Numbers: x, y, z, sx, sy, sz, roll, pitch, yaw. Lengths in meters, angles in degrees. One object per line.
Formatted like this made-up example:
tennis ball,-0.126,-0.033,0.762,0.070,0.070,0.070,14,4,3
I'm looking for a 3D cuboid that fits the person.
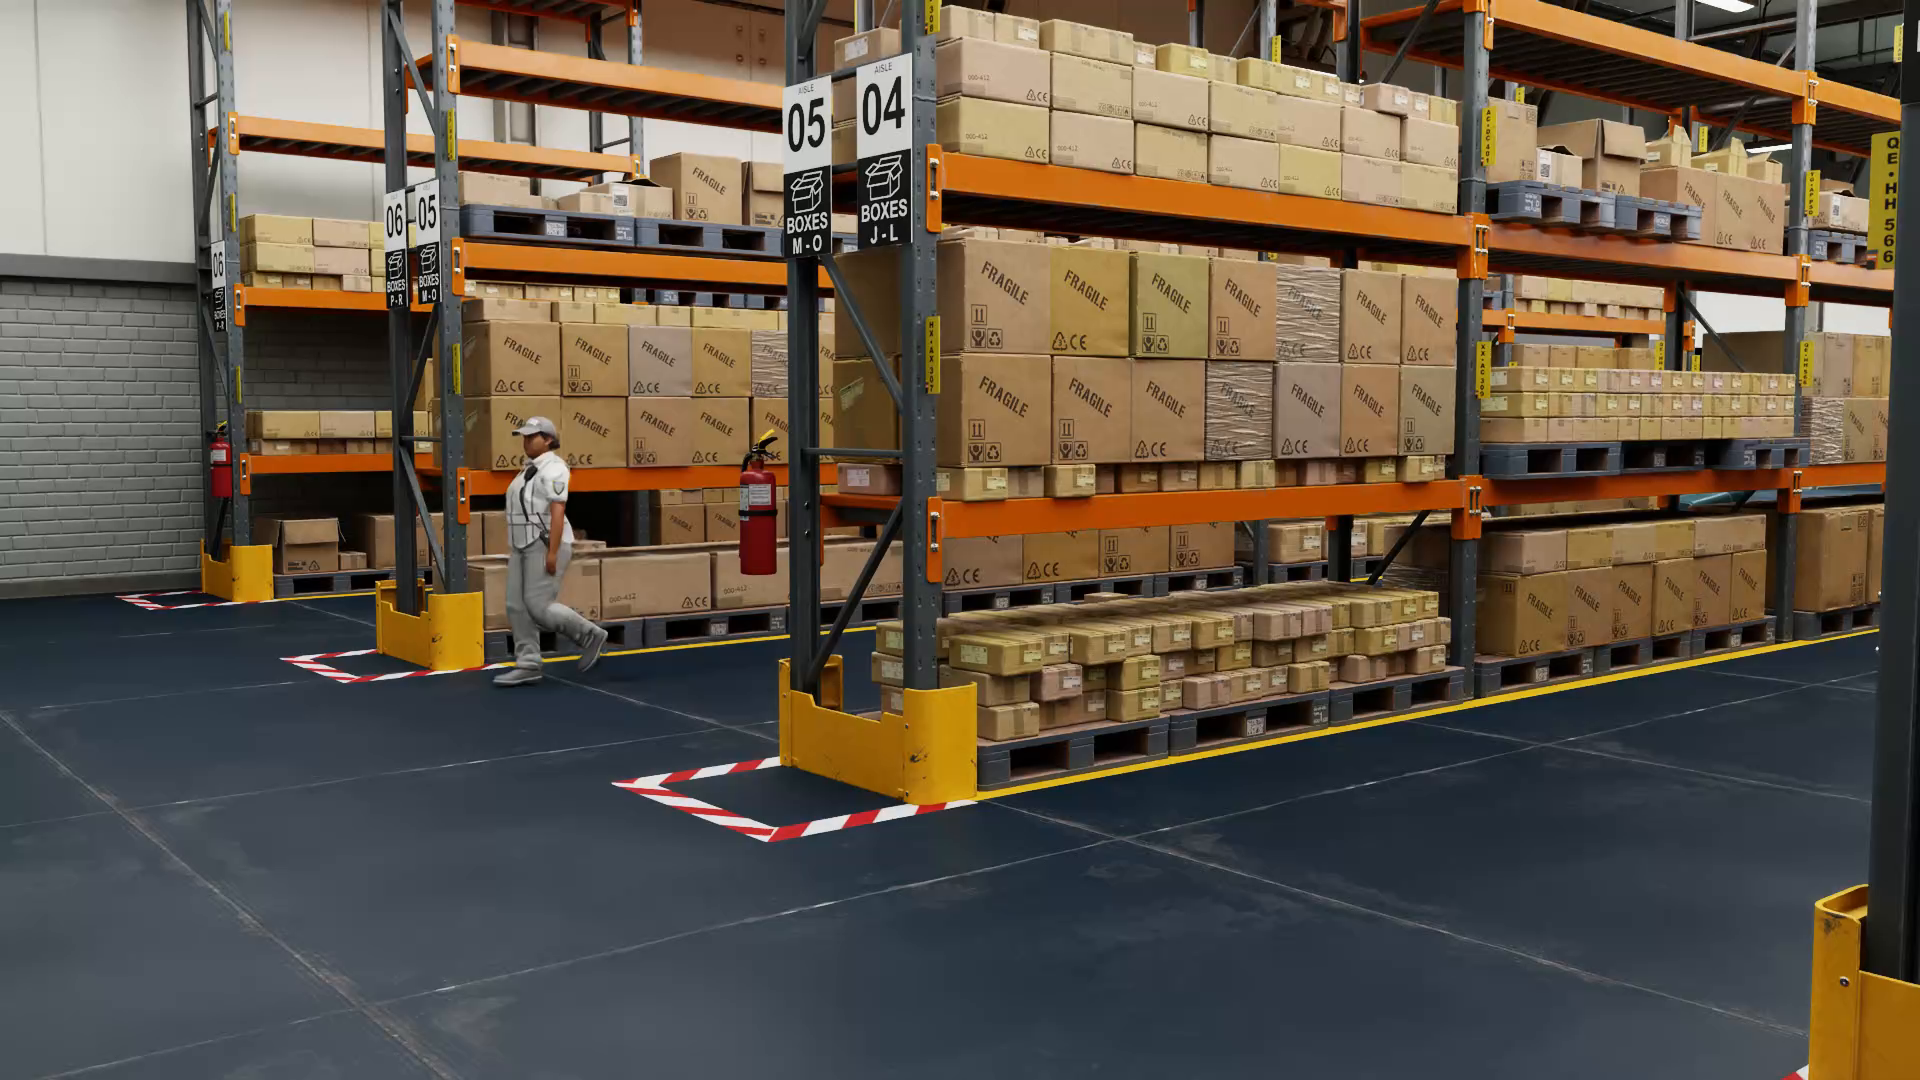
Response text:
person,-2.566,0.058,10.314,0.673,1.646,0.488,-3,6,-38
